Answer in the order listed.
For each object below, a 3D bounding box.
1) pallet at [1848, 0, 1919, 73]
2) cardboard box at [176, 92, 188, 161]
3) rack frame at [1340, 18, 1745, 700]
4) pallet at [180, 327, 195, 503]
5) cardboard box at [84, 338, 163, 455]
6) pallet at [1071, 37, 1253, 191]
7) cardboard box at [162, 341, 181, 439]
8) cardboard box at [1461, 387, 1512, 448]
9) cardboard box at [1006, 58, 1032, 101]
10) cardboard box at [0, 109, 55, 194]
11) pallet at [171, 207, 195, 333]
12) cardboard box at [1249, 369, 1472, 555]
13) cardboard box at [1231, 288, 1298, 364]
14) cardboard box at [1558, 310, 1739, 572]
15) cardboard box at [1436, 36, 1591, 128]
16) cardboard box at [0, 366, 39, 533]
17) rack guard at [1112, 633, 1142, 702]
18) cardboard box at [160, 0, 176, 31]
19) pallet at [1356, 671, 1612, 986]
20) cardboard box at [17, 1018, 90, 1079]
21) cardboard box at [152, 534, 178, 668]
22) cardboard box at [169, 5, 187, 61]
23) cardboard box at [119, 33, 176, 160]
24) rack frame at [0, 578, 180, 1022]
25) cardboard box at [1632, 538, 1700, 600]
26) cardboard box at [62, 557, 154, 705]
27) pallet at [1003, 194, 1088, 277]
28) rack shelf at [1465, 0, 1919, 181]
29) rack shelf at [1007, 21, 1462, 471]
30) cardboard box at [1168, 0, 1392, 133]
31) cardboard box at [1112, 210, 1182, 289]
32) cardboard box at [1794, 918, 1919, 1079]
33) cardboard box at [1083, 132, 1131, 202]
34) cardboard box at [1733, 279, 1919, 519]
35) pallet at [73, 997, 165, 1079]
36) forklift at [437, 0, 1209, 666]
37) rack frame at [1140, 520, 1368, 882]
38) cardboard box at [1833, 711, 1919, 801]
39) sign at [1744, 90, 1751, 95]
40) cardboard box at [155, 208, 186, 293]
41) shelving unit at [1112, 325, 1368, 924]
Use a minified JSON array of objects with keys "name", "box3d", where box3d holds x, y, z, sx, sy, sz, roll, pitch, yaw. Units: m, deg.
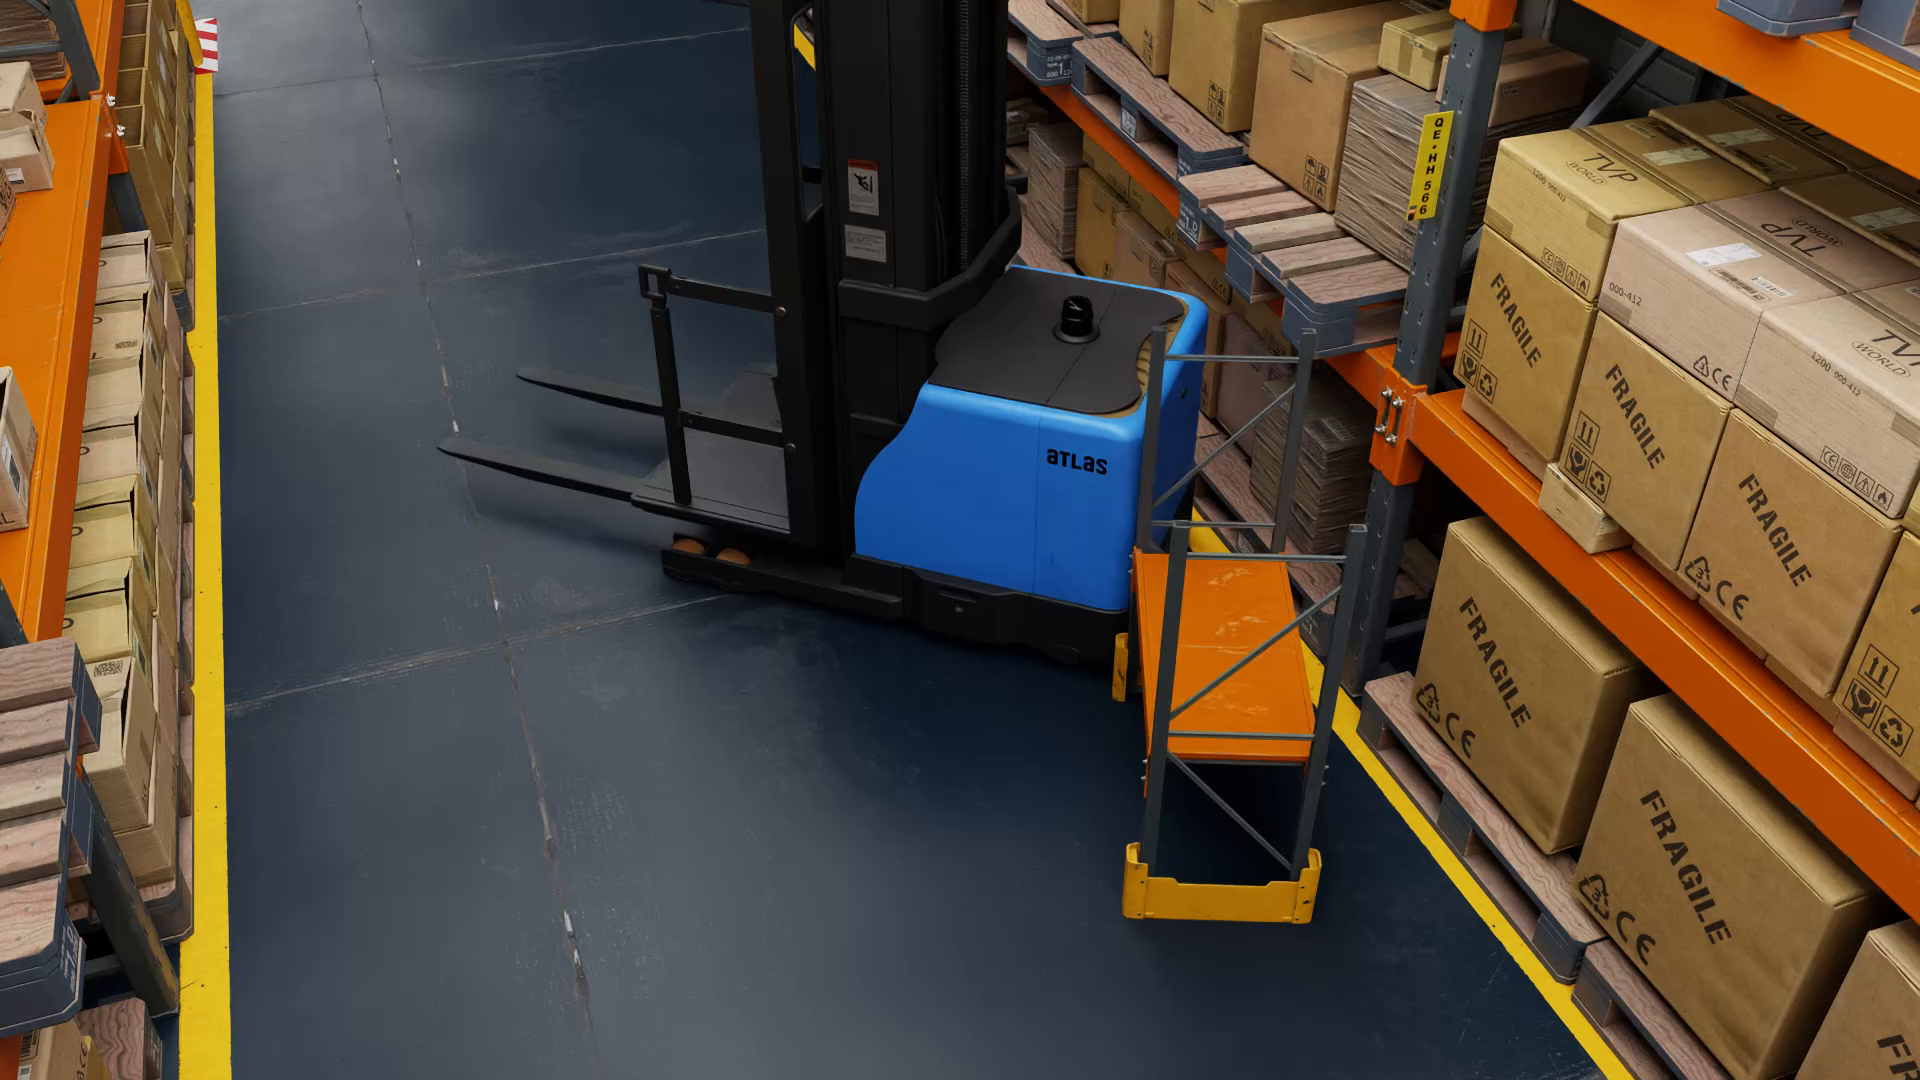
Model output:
[{"name":"pallet","box3d":[2.520,-0.899,3.115,1.003,0.211,1.213,-11,38,-14]},{"name":"cardboard box","box3d":[-4.552,-2.235,9.160,0.500,0.250,0.500,-12,39,-16]},{"name":"rack frame","box3d":[1.861,-0.760,5.266,1.000,3.000,0.127,-12,39,-16]},{"name":"pallet","box3d":[-3.875,-0.470,7.199,1.003,0.211,1.213,-12,39,-16]},{"name":"cardboard box","box3d":[-3.402,-0.541,6.446,0.500,0.311,0.500,-13,39,-16]},{"name":"pallet","box3d":[1.141,-1.794,6.798,1.003,0.211,1.213,-12,39,-16]},{"name":"cardboard box","box3d":[-3.578,-0.601,6.992,0.500,0.250,0.500,-13,39,-17]},{"name":"cardboard box","box3d":[1.757,-0.434,5.025,0.380,0.149,0.250,-13,39,-17]},{"name":"cardboard box","box3d":[0.090,-2.775,9.653,0.500,0.500,0.500,-15,40,-19]},{"name":"cardboard box","box3d":[-3.690,-1.480,6.333,0.396,0.266,0.258,-13,39,-17]},{"name":"pallet","box3d":[-4.400,-1.337,8.349,1.003,0.211,1.213,-12,39,-16]},{"name":"cardboard box","box3d":[1.564,-0.334,6.412,0.700,0.500,0.500,-12,39,-15]},{"name":"cardboard box","box3d":[1.427,-0.968,6.631,0.500,0.250,0.500,-12,39,-15]},{"name":"cardboard box","box3d":[1.959,-0.302,4.311,0.500,0.500,0.500,-11,38,-14]},{"name":"cardboard box","box3d":[1.714,-1.424,5.159,0.380,0.149,0.250,-18,40,-22]},{"name":"cardboard box","box3d":[-2.915,-0.242,4.653,0.500,0.311,0.500,-13,39,-16]},{"name":"rack guard","box3d":[0.843,0.462,5.929,0.587,0.250,0.087,1,37,2]},{"name":"cardboard box","box3d":[-5.078,-3.380,10.057,0.500,0.500,0.500,-12,39,-16]},{"name":"pallet","box3d":[2.062,0.814,5.493,1.003,0.211,1.213,-12,39,-16]},{"name":"cardboard box","box3d":[-2.223,1.301,3.618,0.500,0.250,0.500,-11,38,-14]},{"name":"cardboard box","box3d":[-3.052,0.265,5.841,0.500,0.250,0.500,-13,39,-17]},{"name":"cardboard box","box3d":[-5.080,-3.080,10.282,0.500,0.250,0.500,-12,39,-16]},{"name":"cardboard box","box3d":[-4.375,-2.253,8.561,0.500,0.500,0.500,-12,39,-16]},{"name":"rack frame","box3d":[-2.789,0.267,3.902,1.000,3.000,0.127,-12,39,-16]},{"name":"cardboard box","box3d":[2.050,-0.006,4.457,0.380,0.149,0.250,-13,39,-16]},{"name":"cardboard box","box3d":[-2.882,0.322,5.299,0.500,0.311,0.500,-13,39,-17]},{"name":"pallet","box3d":[0.754,-1.467,8.522,1.003,0.211,1.213,-12,39,-16]},{"name":"rack shelf","box3d":[2.549,-0.541,3.080,1.077,0.370,4.000,-12,39,-16]},{"name":"rack shelf","box3d":[1.173,-1.603,6.983,1.077,0.370,4.000,-12,39,-16]},{"name":"cardboard box","box3d":[1.240,-1.939,6.382,0.700,0.500,0.500,-12,39,-16]},{"name":"cardboard box","box3d":[1.116,-1.207,7.571,0.700,0.500,0.500,-12,39,-15]},{"name":"cardboard box","box3d":[2.583,1.348,3.905,0.750,0.750,0.750,-11,38,-15]},{"name":"cardboard box","box3d":[0.908,-1.836,7.784,0.500,0.250,0.500,-13,39,-17]},{"name":"cardboard box","box3d":[2.137,-0.332,3.727,0.500,0.250,0.500,-12,39,-16]},{"name":"pallet","box3d":[-2.567,1.811,4.171,1.003,0.211,1.213,-12,39,-16]},{"name":"forklift","box3d":[-0.636,-1.253,5.978,3.031,2.935,1.130,12,39,16]},{"name":"rack frame","box3d":[0.802,0.562,4.757,0.500,1.500,0.032,1,37,2]},{"name":"cardboard box","box3d":[2.295,0.430,3.878,0.380,0.149,0.250,-12,39,-16]},{"name":"sign","box3d":[2.381,-1.340,5.073,0.100,0.325,0.005,-12,39,-16]},{"name":"cardboard box","box3d":[-4.040,-1.387,8.034,0.500,0.250,0.500,-12,39,-16]},{"name":"shelving unit","box3d":[0.823,0.262,5.156,0.587,1.500,1.083,1,37,2]}]
